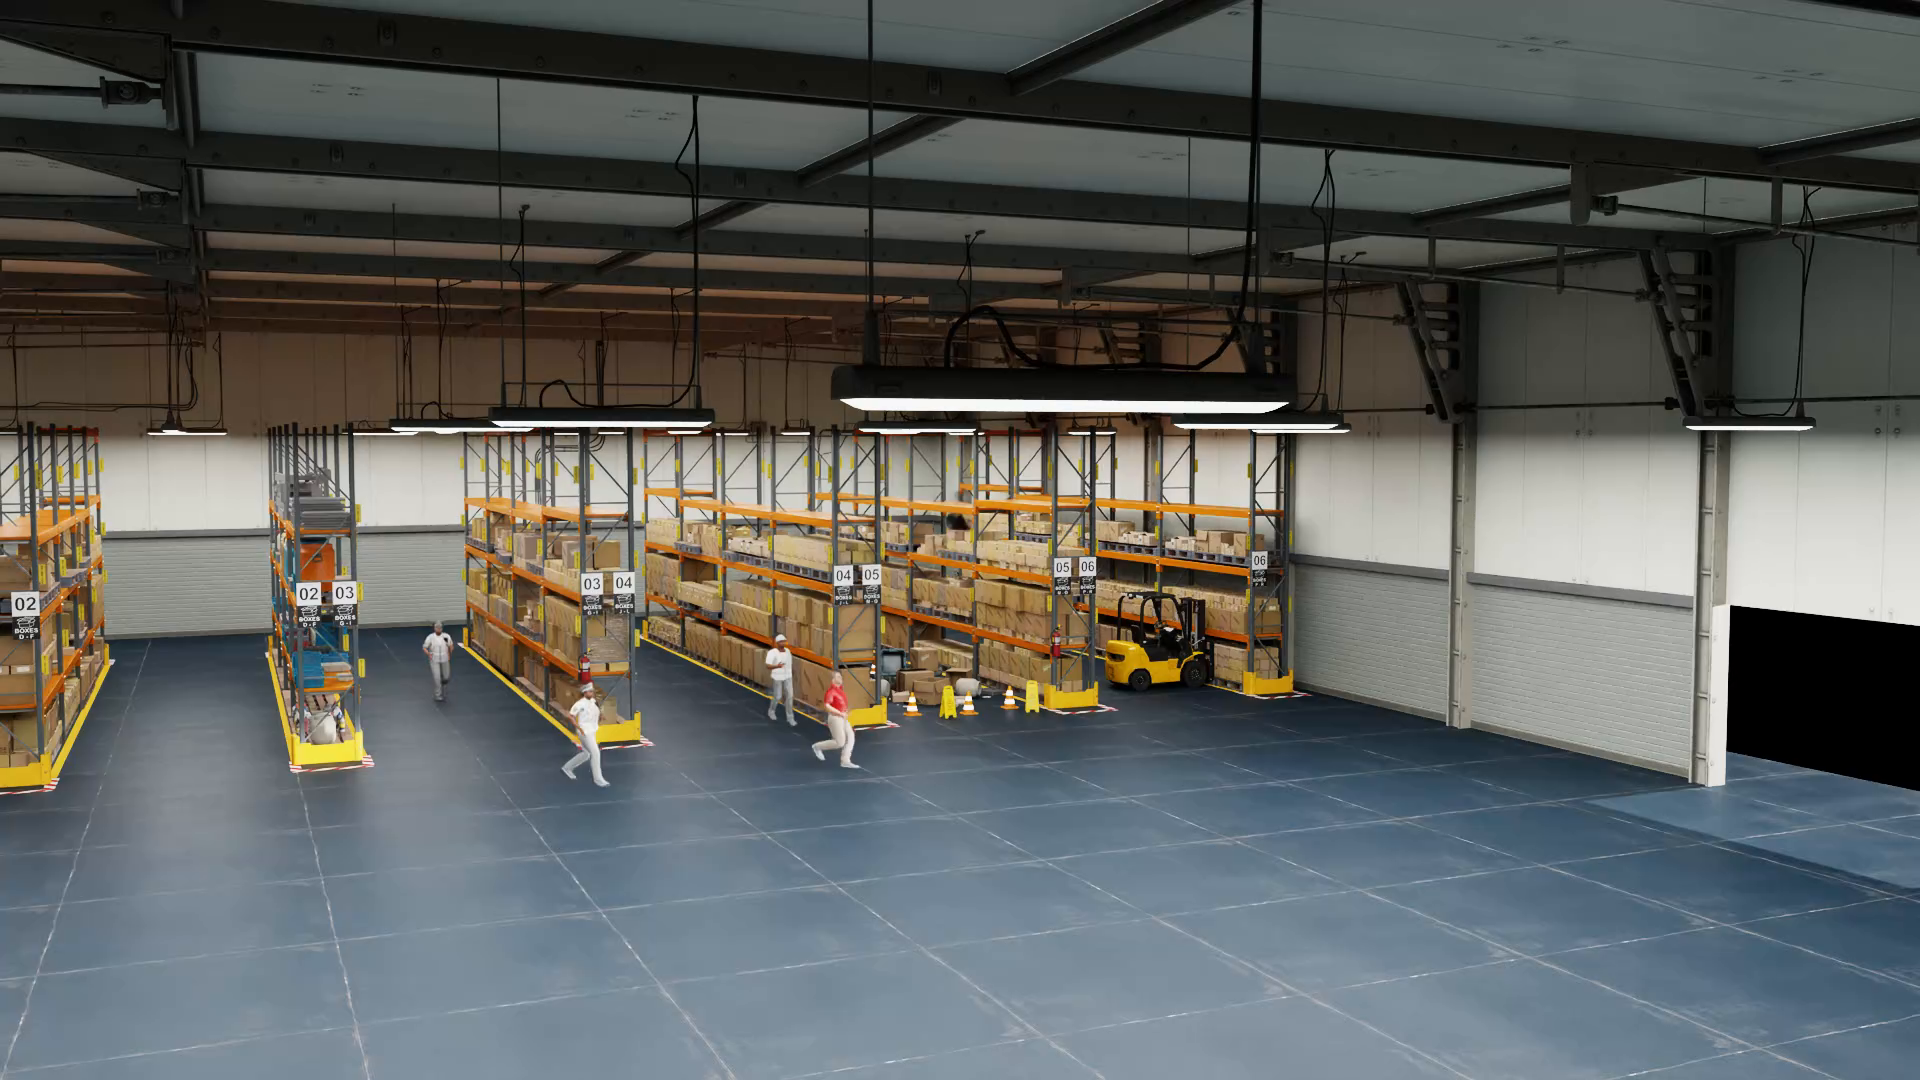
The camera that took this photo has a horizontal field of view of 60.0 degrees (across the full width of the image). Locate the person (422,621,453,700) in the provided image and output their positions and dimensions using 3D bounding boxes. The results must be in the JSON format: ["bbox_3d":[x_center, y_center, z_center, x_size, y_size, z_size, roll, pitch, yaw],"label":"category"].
[{"bbox_3d":[-11.436,2.625,36.473,0.661,1.731,0.629,-2,4,-27],"label":"person"}]

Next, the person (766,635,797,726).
[{"bbox_3d":[-3.561,2.780,33.221,0.694,1.781,0.887,-2,4,-34],"label":"person"}]

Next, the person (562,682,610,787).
[{"bbox_3d":[-6.185,3.197,27.502,0.868,1.717,0.567,1,4,13],"label":"person"}]

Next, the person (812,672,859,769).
[{"bbox_3d":[-2.147,3.124,28.896,0.812,1.692,0.677,1,4,15],"label":"person"}]
